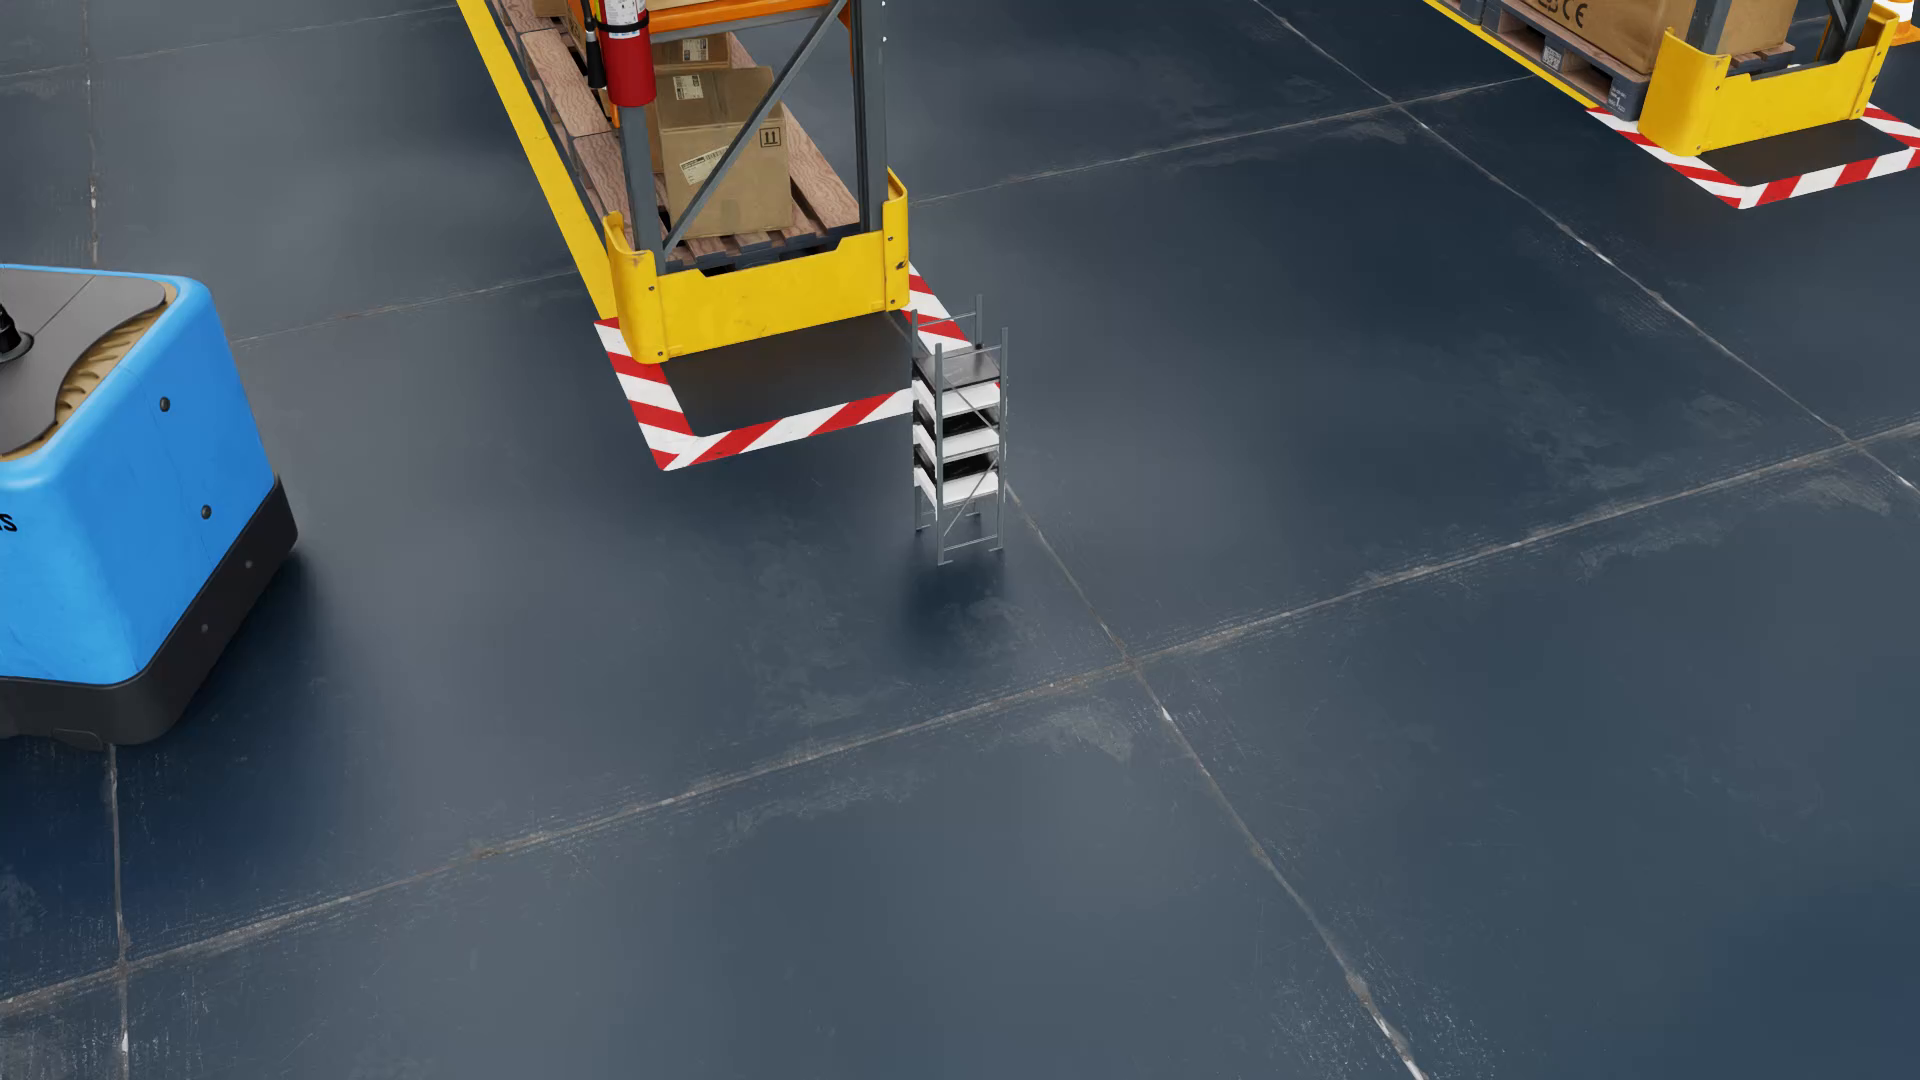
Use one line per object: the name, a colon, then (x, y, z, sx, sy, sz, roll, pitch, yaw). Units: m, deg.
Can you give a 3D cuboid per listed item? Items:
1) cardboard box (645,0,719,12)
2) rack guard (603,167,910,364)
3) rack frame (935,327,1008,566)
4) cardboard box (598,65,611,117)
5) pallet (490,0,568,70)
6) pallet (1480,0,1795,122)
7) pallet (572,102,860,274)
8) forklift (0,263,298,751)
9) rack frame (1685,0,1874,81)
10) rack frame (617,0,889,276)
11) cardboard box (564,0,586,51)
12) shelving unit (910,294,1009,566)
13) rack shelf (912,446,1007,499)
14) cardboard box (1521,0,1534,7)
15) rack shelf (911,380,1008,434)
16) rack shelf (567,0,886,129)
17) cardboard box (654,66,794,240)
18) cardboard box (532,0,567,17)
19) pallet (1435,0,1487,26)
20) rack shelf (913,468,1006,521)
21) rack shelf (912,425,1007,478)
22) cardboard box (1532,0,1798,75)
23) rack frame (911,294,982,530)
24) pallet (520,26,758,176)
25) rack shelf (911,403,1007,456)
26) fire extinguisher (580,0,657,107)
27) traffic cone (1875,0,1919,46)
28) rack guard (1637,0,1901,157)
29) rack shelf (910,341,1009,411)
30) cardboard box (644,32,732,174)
cardboard box: (-1.065, -2.046, 6.021, 0.380, 0.149, 0.250, -15, 43, -17)
rack guard: (-0.794, -1.119, 6.667, 1.175, 0.500, 0.348, -15, 43, -17)
rack frame: (0.036, -0.285, 5.391, 0.240, 0.900, 0.006, -15, 43, -17)
cardboard box: (-1.471, -2.346, 7.772, 0.500, 0.500, 0.500, -11, 42, -13)
pallet: (-2.006, -2.977, 9.050, 1.003, 0.211, 1.213, -15, 43, -17)
pallet: (3.478, -2.602, 8.614, 1.003, 0.211, 1.213, -15, 43, -17)
pallet: (-1.072, -1.507, 7.341, 1.003, 0.211, 1.213, -15, 43, -17)
forklift: (-3.806, -0.907, 4.556, 3.031, 2.935, 1.130, 5, 41, 6)
rack frame: (3.856, -3.197, 7.167, 1.000, 3.000, 0.127, -15, 43, -17)
rack frame: (-0.765, -2.021, 5.799, 1.000, 3.000, 0.127, -15, 43, -17)
cardboard box: (-1.643, -2.693, 8.176, 0.500, 0.500, 0.500, -19, 44, -21)
shelving unit: (-0.003, -0.346, 5.462, 0.258, 0.900, 0.210, -15, 43, -17)
rack shelf: (-0.003, -0.253, 5.543, 0.258, 0.077, 0.200, -15, 43, -17)
cardboard box: (3.197, -3.472, 8.795, 0.875, 0.875, 0.875, -16, 43, -18)
rack shelf: (-0.003, -0.457, 5.367, 0.258, 0.077, 0.200, -15, 43, -17)
rack shelf: (-1.530, -2.953, 7.435, 1.077, 0.370, 4.000, -15, 43, -17)
cardboard box: (-0.989, -1.612, 6.920, 0.500, 0.500, 0.500, -8, 41, -9)
cardboard box: (-1.953, -3.048, 8.589, 0.500, 0.500, 0.500, -3, 41, -3)
pallet: (3.015, -3.336, 9.467, 1.003, 0.211, 1.213, -15, 43, -17)
rack shelf: (-0.003, -0.184, 5.601, 0.258, 0.077, 0.200, -15, 43, -17)
rack shelf: (-0.003, -0.321, 5.484, 0.258, 0.077, 0.200, -15, 43, -17)
cardboard box: (3.535, -2.943, 8.179, 0.875, 0.875, 0.875, -15, 43, -17)
rack frame: (-0.042, -0.407, 5.534, 0.240, 0.900, 0.006, -15, 43, -17)
pallet: (-1.535, -2.241, 8.194, 1.003, 0.211, 1.213, -15, 43, -17)
rack shelf: (-0.003, -0.389, 5.425, 0.258, 0.077, 0.200, -15, 43, -17)
fire extinguisher: (-1.147, -1.807, 5.611, 0.296, 0.674, 0.183, -15, 43, -17)
traffic cone: (4.965, -2.909, 8.778, 0.336, 0.463, 0.334, -15, 43, -17)
rack guard: (3.865, -2.235, 7.966, 1.175, 0.500, 0.348, -15, 43, -17)
rack shelf: (-0.003, -0.526, 5.308, 0.258, 0.077, 0.200, -15, 43, -17)
cardboard box: (-1.249, -1.964, 7.328, 0.500, 0.500, 0.500, -5, 41, -6)
